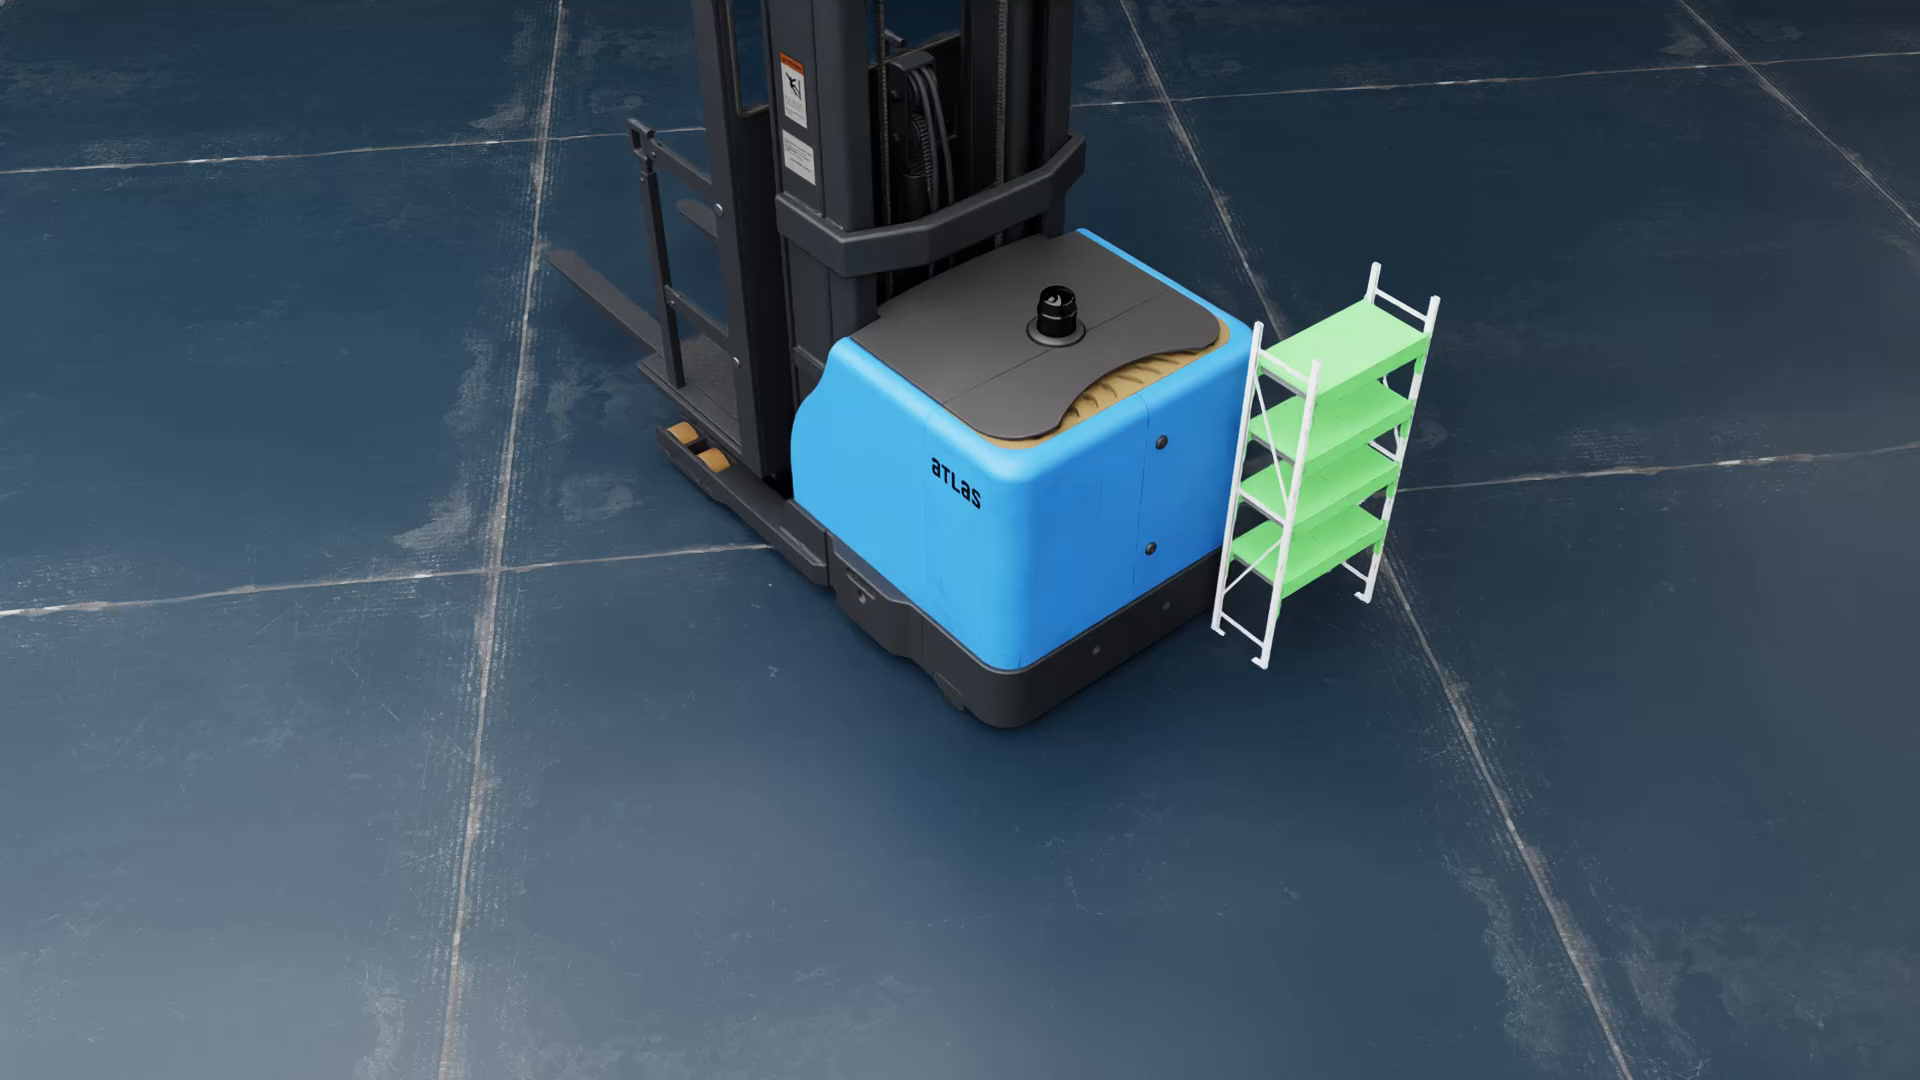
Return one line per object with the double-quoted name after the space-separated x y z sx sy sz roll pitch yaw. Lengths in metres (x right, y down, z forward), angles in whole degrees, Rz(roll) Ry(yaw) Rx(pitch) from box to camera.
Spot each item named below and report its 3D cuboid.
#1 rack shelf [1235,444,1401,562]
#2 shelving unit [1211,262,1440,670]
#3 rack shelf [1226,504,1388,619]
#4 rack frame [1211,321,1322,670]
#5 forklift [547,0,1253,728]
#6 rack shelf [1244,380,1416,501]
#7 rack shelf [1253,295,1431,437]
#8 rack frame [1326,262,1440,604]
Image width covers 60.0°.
1.092 -0.152 5.118 0.480 0.148 0.258 -28 49 -27 "rack shelf"
1.092 -0.199 5.075 0.503 1.200 0.258 -28 49 -27 "shelving unit"
1.092 0.026 5.279 0.480 0.148 0.258 -28 49 -27 "rack shelf"
0.900 -0.098 4.963 0.015 1.200 0.240 -28 49 -27 "rack frame"
-0.439 -1.441 5.160 1.130 2.935 3.031 -29 50 -28 "forklift"
1.092 -0.330 4.957 0.480 0.148 0.258 -28 49 -27 "rack shelf"
1.092 -0.508 4.797 0.480 0.148 0.258 -28 49 -27 "rack shelf"
1.283 -0.301 5.188 0.015 1.200 0.240 -28 49 -27 "rack frame"
